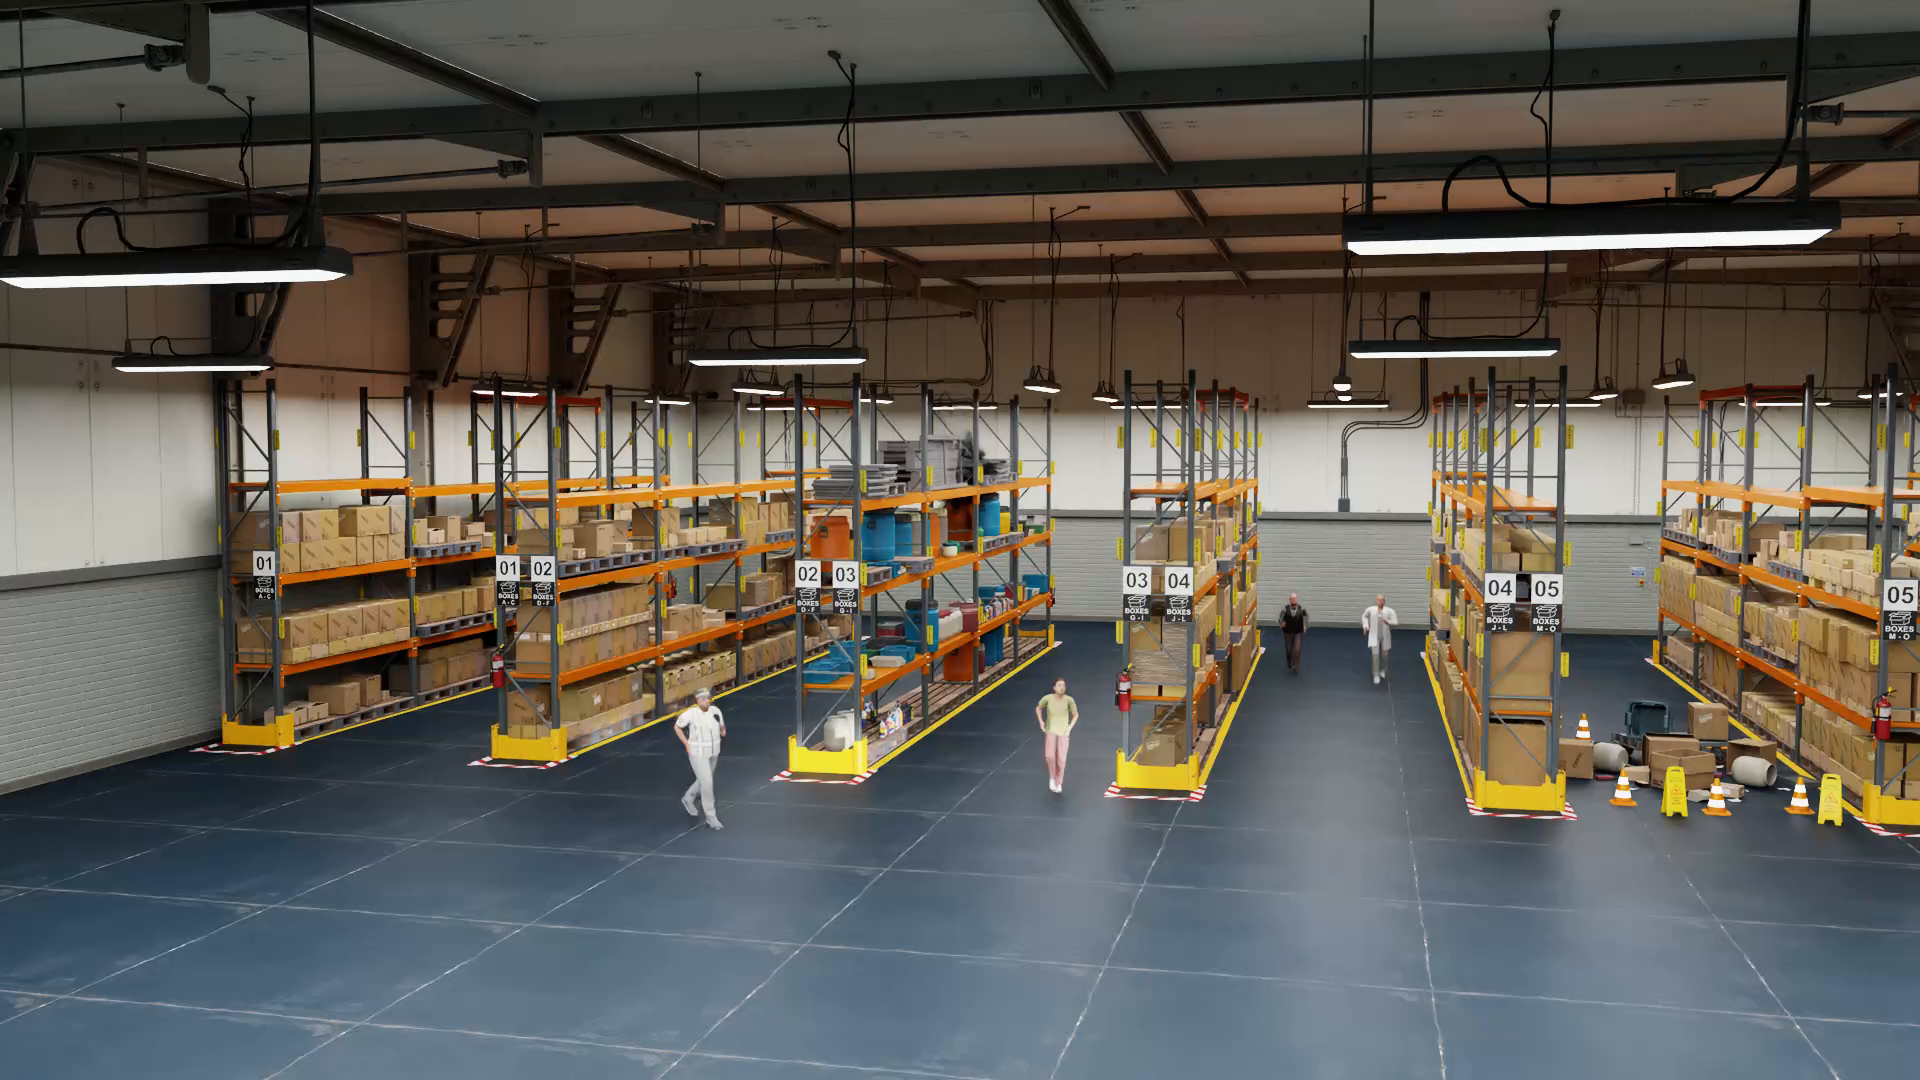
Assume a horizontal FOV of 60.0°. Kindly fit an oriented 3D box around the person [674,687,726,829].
[{"bbox_3d":[-3.357,2.810,21.768,0.910,1.818,0.623,3,5,44],"label":"person"}]

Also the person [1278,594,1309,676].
[{"bbox_3d":[7.162,2.009,35.715,0.647,1.720,0.906,1,4,12],"label":"person"}]

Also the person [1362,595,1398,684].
[{"bbox_3d":[8.680,2.023,34.364,0.696,1.778,1.002,1,3,10],"label":"person"}]

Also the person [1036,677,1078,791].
[{"bbox_3d":[1.379,2.764,23.588,0.600,1.636,0.576,0,3,3],"label":"person"}]
